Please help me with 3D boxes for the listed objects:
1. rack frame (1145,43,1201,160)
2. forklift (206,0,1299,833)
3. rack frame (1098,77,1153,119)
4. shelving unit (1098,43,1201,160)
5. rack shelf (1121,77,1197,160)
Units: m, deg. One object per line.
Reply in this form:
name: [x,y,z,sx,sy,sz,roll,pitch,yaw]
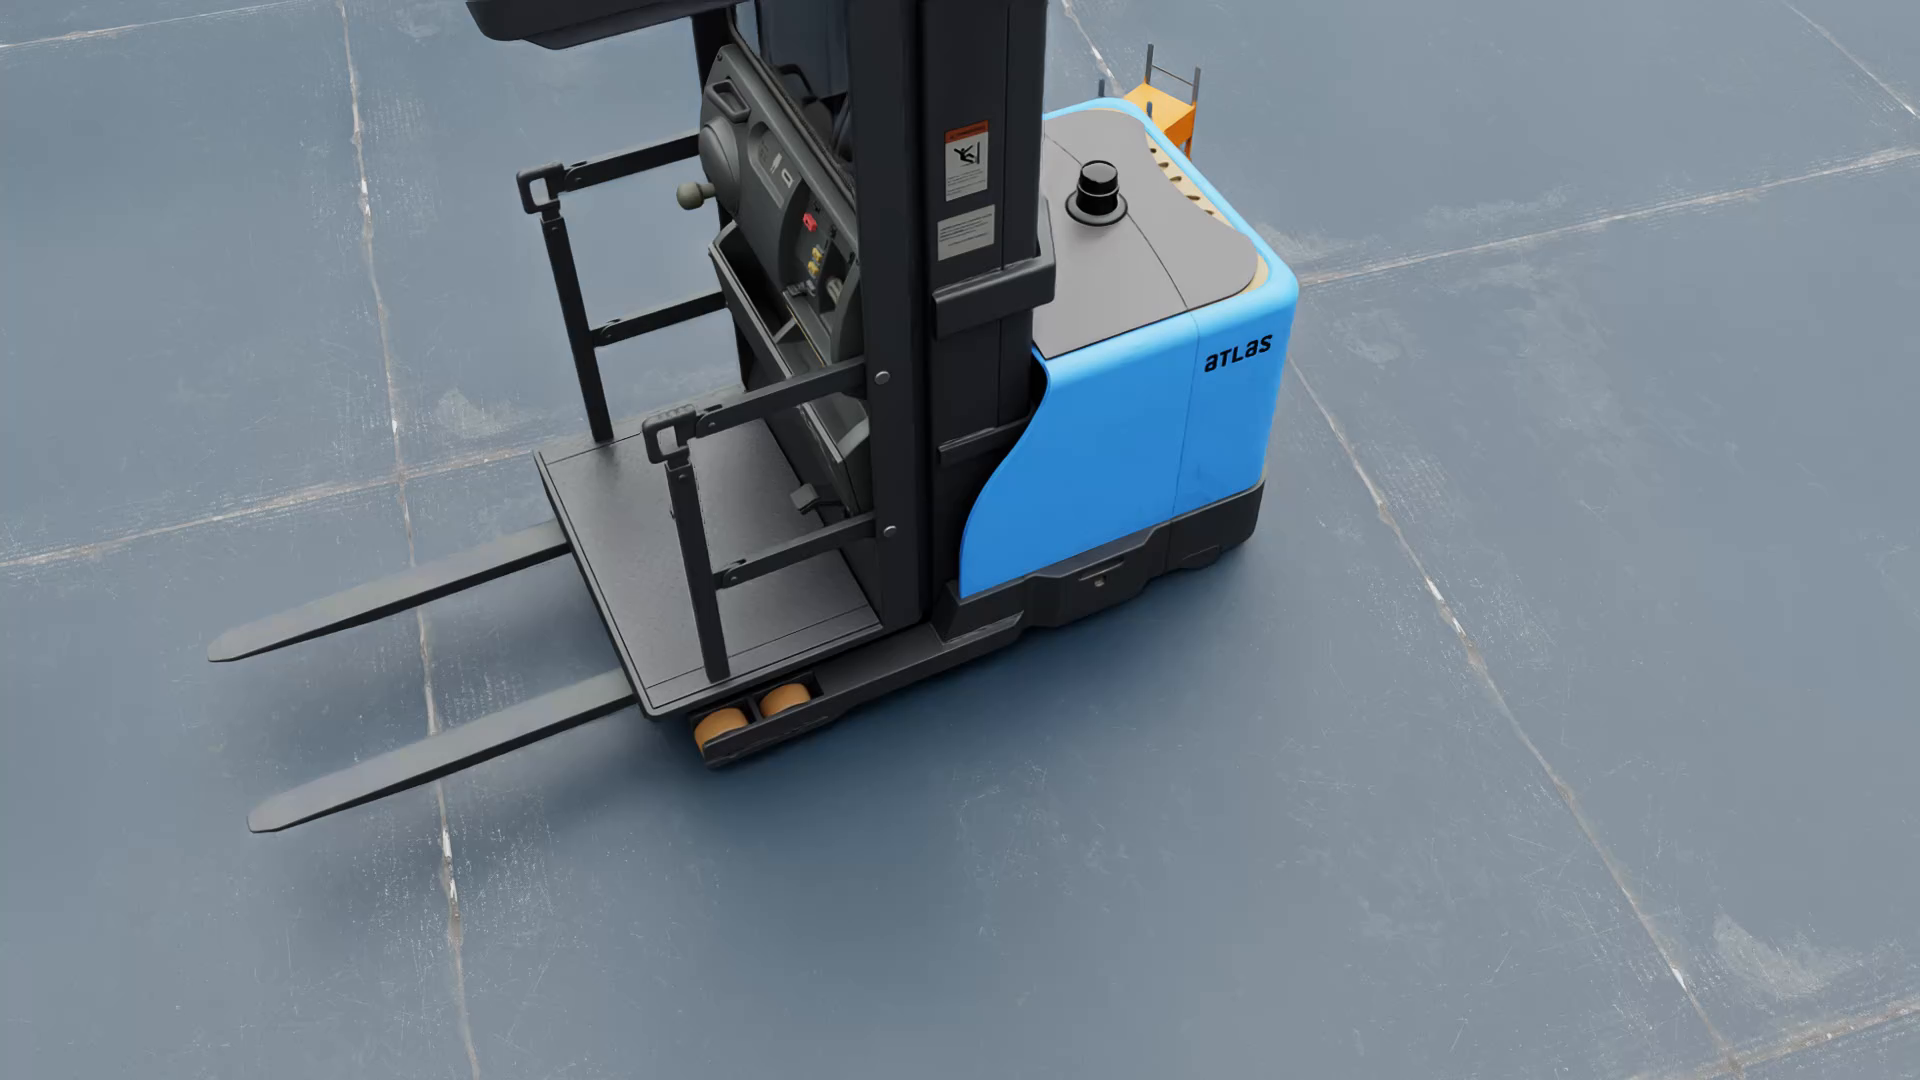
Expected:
rack frame: [0.663,-1.159,5.541,0.200,1.050,0.008,34,58,25]
forklift: [-0.628,-0.777,3.988,3.031,2.935,1.130,-20,53,-16]
rack frame: [0.501,-1.020,5.423,0.200,1.050,0.008,34,58,25]
shelving unit: [0.582,-1.090,5.482,0.215,1.050,0.252,34,58,25]
rack shelf: [0.582,-1.266,5.273,0.215,0.259,0.240,34,58,25]
